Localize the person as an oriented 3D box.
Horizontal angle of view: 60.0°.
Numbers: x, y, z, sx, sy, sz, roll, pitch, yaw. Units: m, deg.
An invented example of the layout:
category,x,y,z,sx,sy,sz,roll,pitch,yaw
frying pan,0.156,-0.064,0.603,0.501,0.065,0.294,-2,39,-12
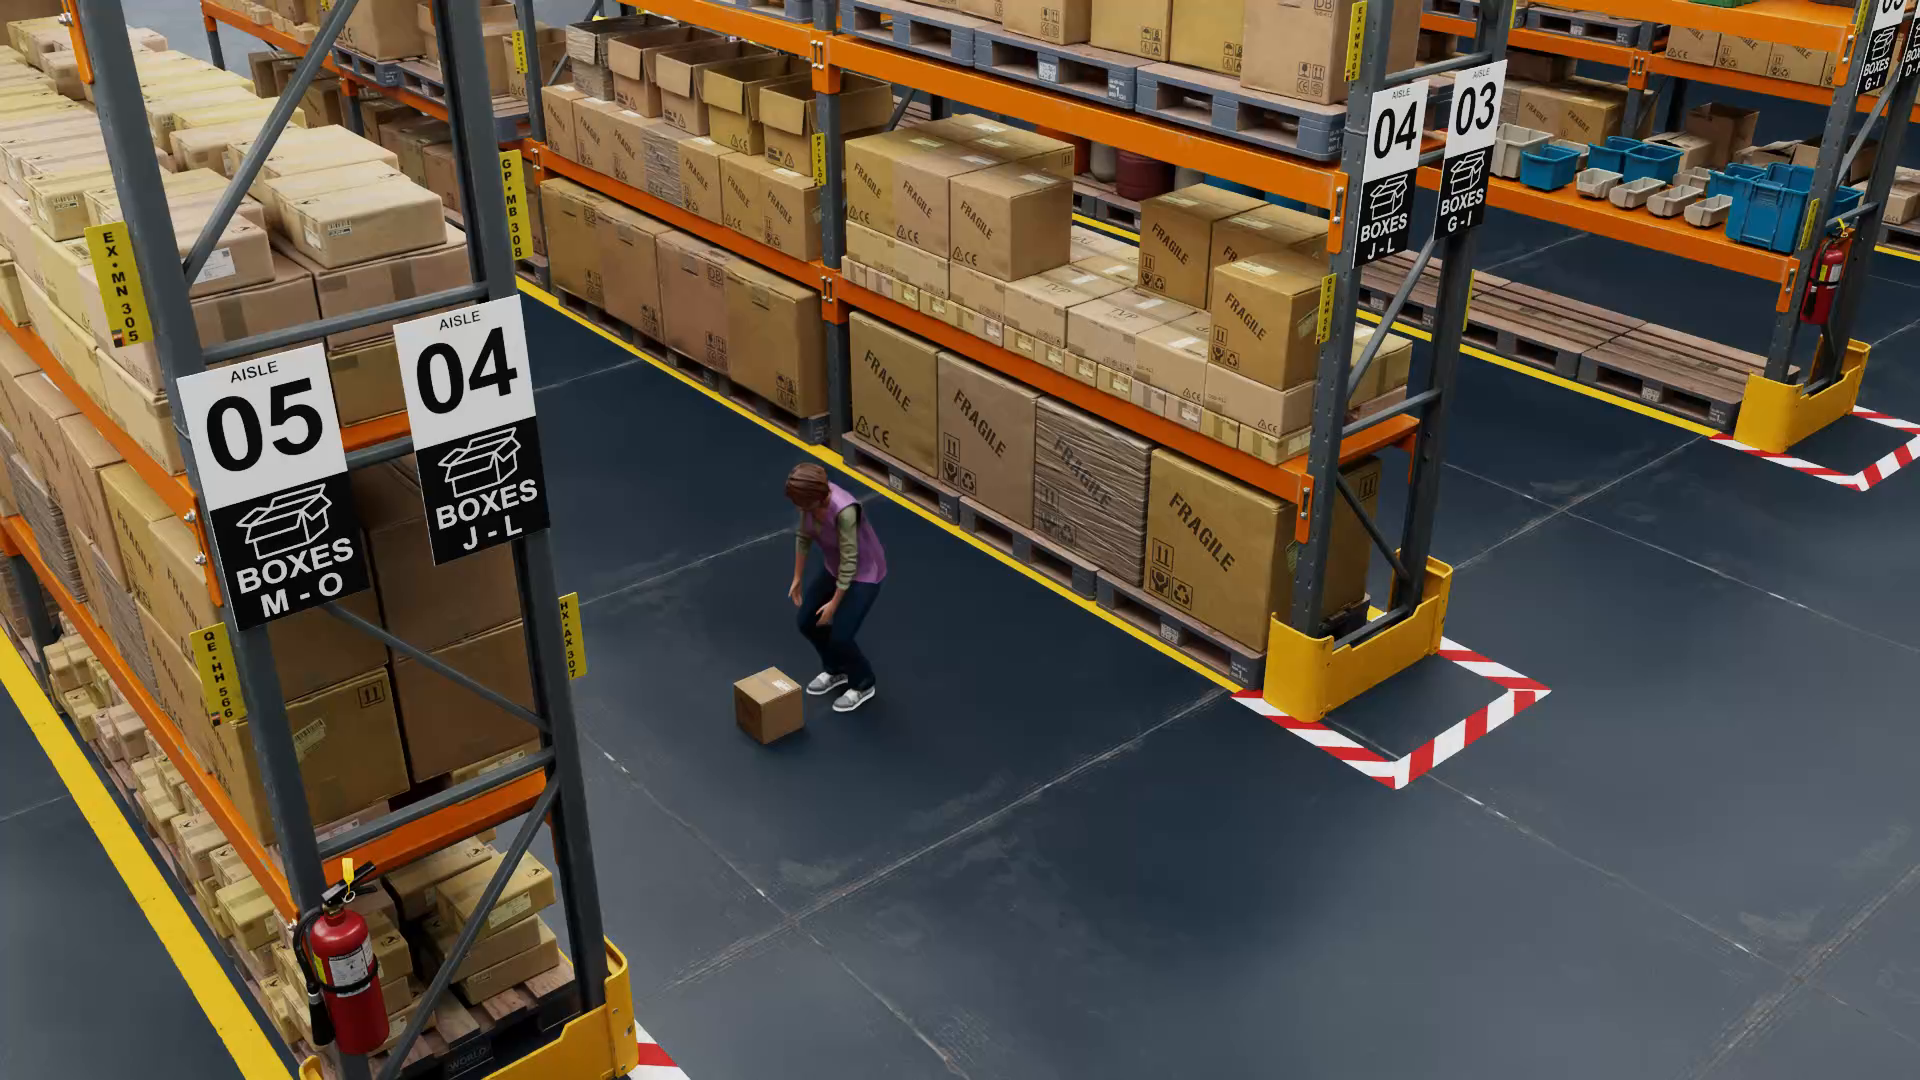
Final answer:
category,x,y,z,sx,sy,sz,roll,pitch,yaw
person,-0.625,0.249,8.444,0.621,1.351,0.461,-22,35,-34
